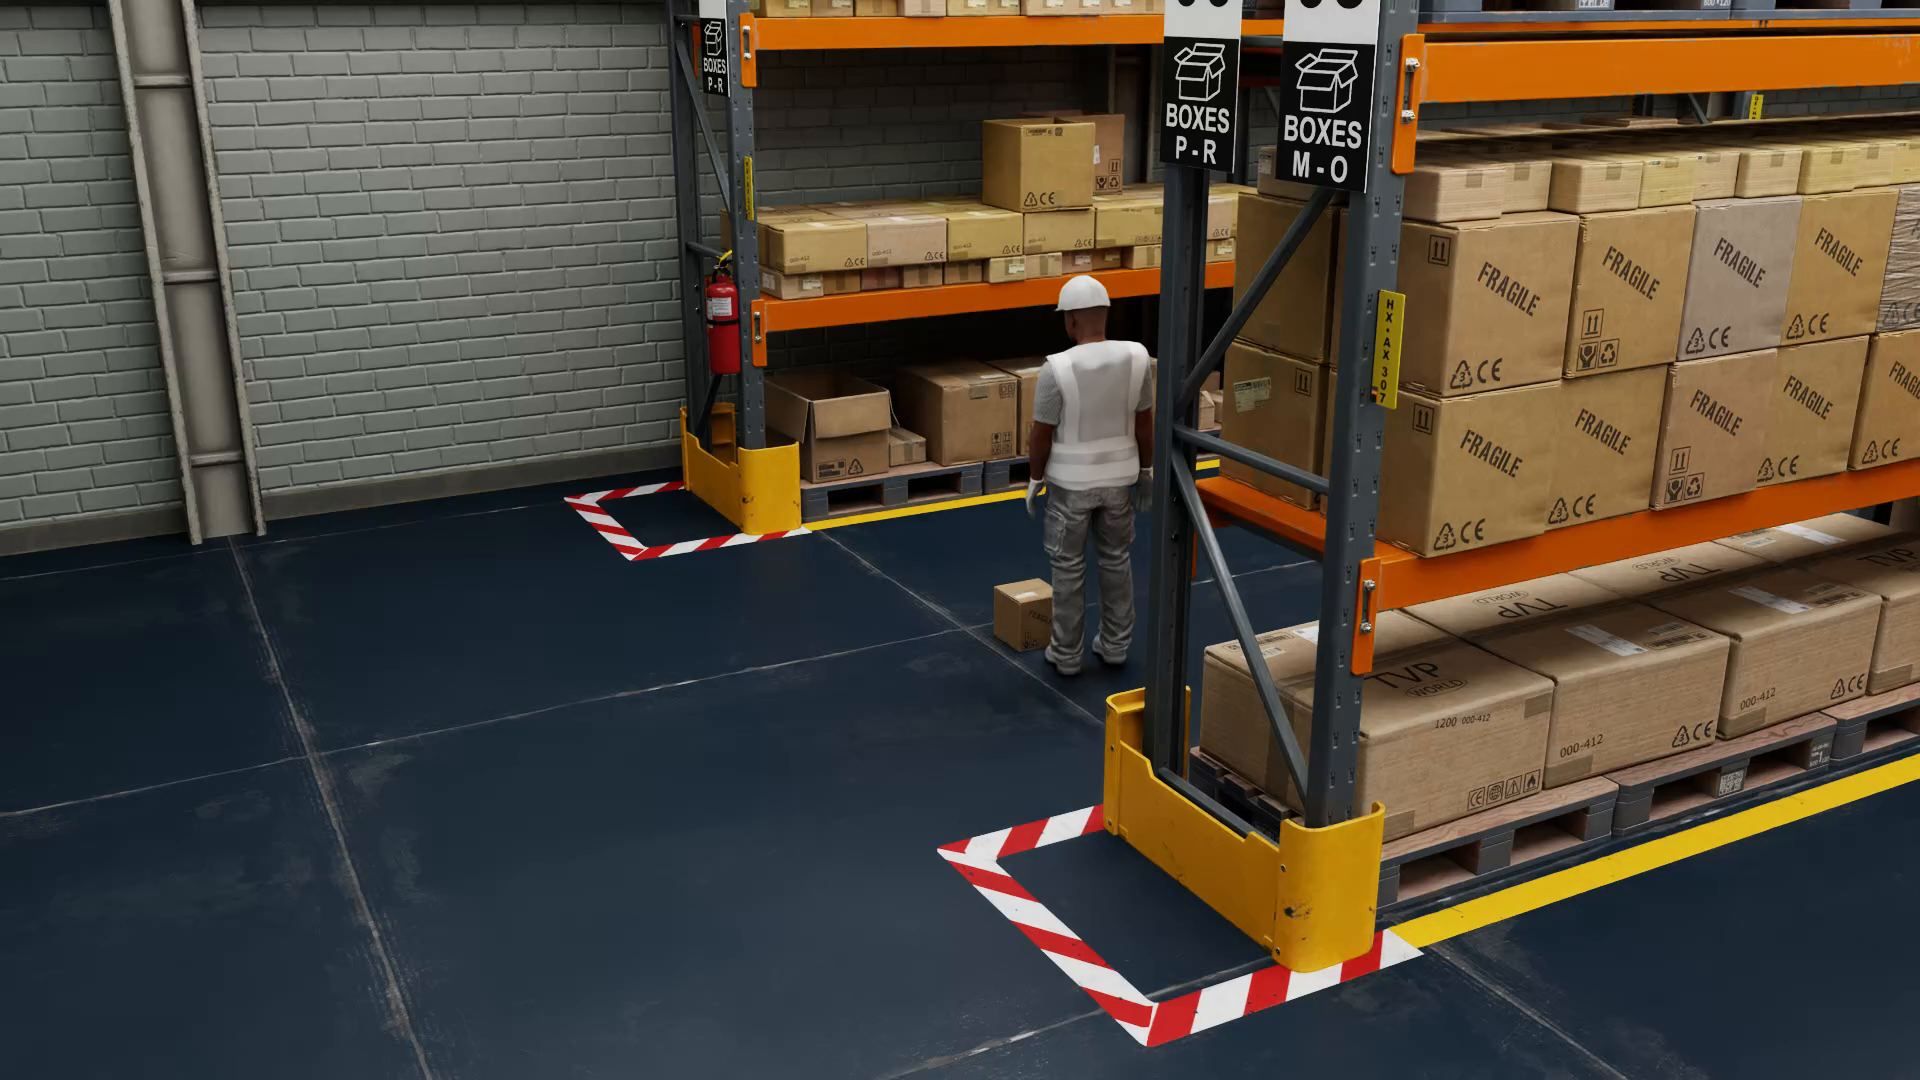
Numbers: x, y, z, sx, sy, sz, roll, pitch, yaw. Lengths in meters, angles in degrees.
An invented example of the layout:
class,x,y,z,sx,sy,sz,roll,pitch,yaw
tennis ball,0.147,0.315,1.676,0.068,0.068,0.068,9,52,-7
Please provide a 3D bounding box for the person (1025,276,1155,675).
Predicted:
class,x,y,z,sx,sy,sz,roll,pitch,yaw
person,0.538,-0.271,7.282,0.579,1.786,0.477,-7,19,-20
